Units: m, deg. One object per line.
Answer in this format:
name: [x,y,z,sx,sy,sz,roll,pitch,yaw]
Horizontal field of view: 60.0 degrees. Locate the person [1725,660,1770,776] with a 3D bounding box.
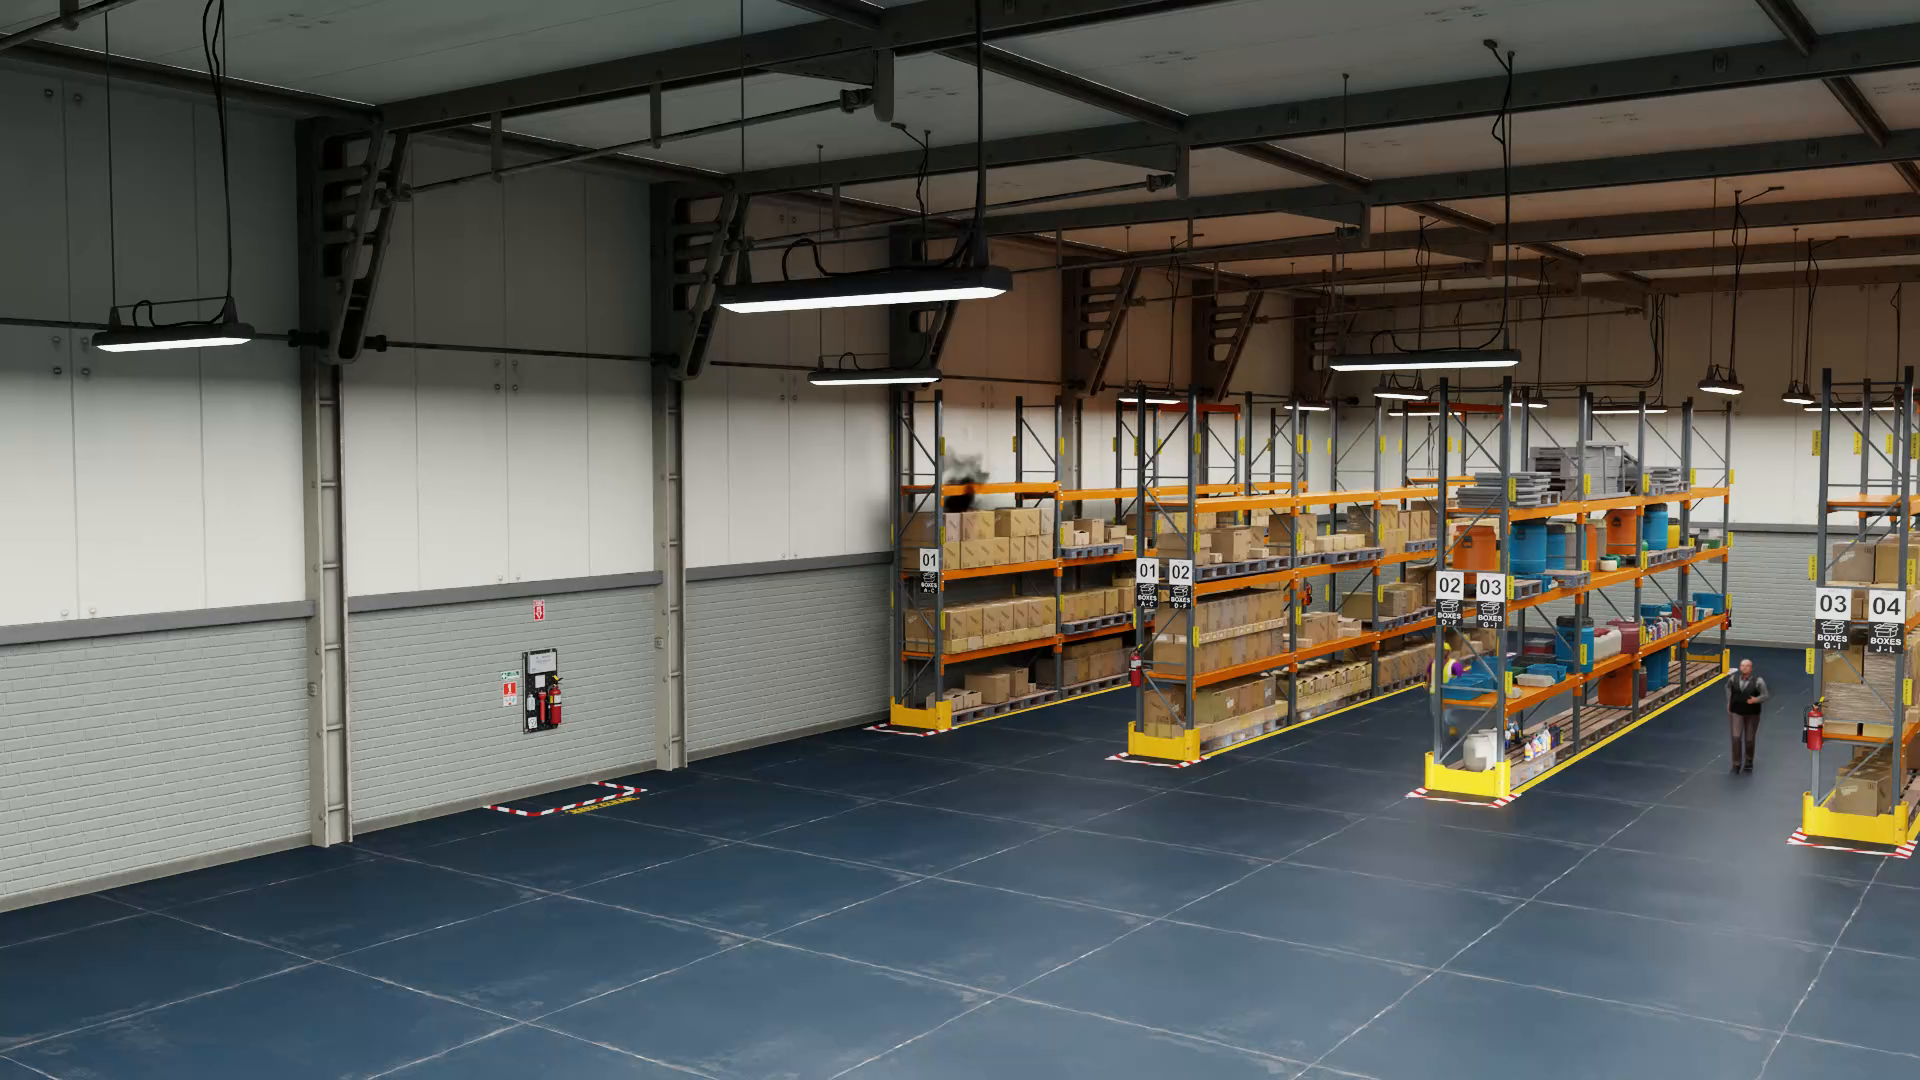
person: [12.059,2.712,25.506,0.644,1.772,0.793,2,4,30]

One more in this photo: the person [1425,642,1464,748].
person: [8.087,2.580,27.815,0.700,1.745,0.796,2,4,37]
